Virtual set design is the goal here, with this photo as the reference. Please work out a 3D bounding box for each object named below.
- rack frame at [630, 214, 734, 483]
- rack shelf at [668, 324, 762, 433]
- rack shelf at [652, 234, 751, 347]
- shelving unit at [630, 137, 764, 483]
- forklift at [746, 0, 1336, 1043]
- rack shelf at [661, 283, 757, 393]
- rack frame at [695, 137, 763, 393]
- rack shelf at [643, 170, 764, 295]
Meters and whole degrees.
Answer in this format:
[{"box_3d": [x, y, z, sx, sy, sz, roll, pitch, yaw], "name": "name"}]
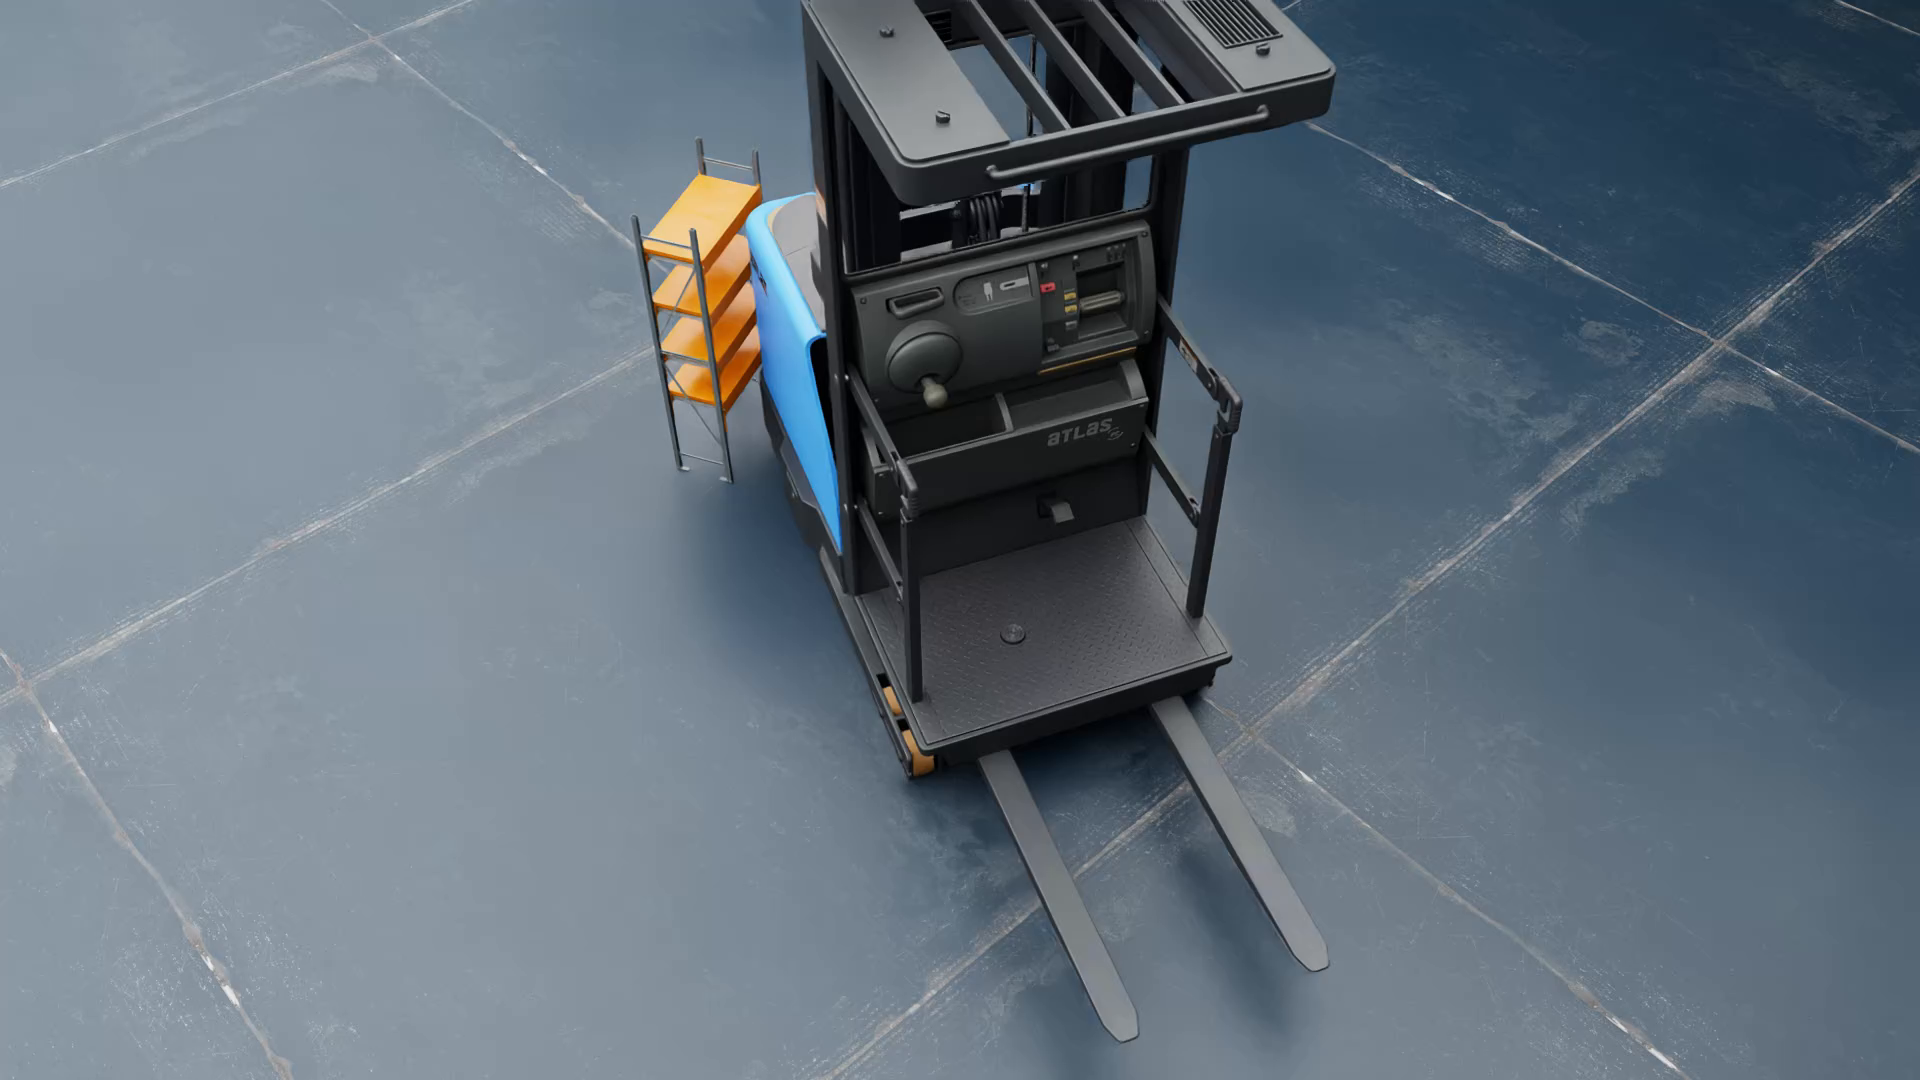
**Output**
[{"box_3d": [-0.998, -0.663, 6.044, 0.240, 1.200, 0.015, 15, 49, 14], "name": "rack frame"}, {"box_3d": [-0.912, -0.650, 6.394, 0.258, 0.148, 0.480, 15, 49, 14], "name": "rack shelf"}, {"box_3d": [-0.914, -0.937, 6.084, 0.258, 0.148, 0.480, 15, 49, 14], "name": "rack shelf"}, {"box_3d": [-0.914, -0.831, 6.199, 0.258, 1.200, 0.503, 15, 49, 14], "name": "shelving unit"}, {"box_3d": [0.222, -0.563, 4.775, 1.130, 2.935, 3.031, -16, 49, -14], "name": "forklift"}, {"box_3d": [-0.913, -0.785, 6.249, 0.258, 0.148, 0.480, 15, 49, 14], "name": "rack shelf"}, {"box_3d": [-0.829, -0.999, 6.355, 0.240, 1.200, 0.015, 15, 49, 14], "name": "rack frame"}, {"box_3d": [-0.916, -1.098, 5.911, 0.258, 0.148, 0.480, 15, 49, 14], "name": "rack shelf"}]
